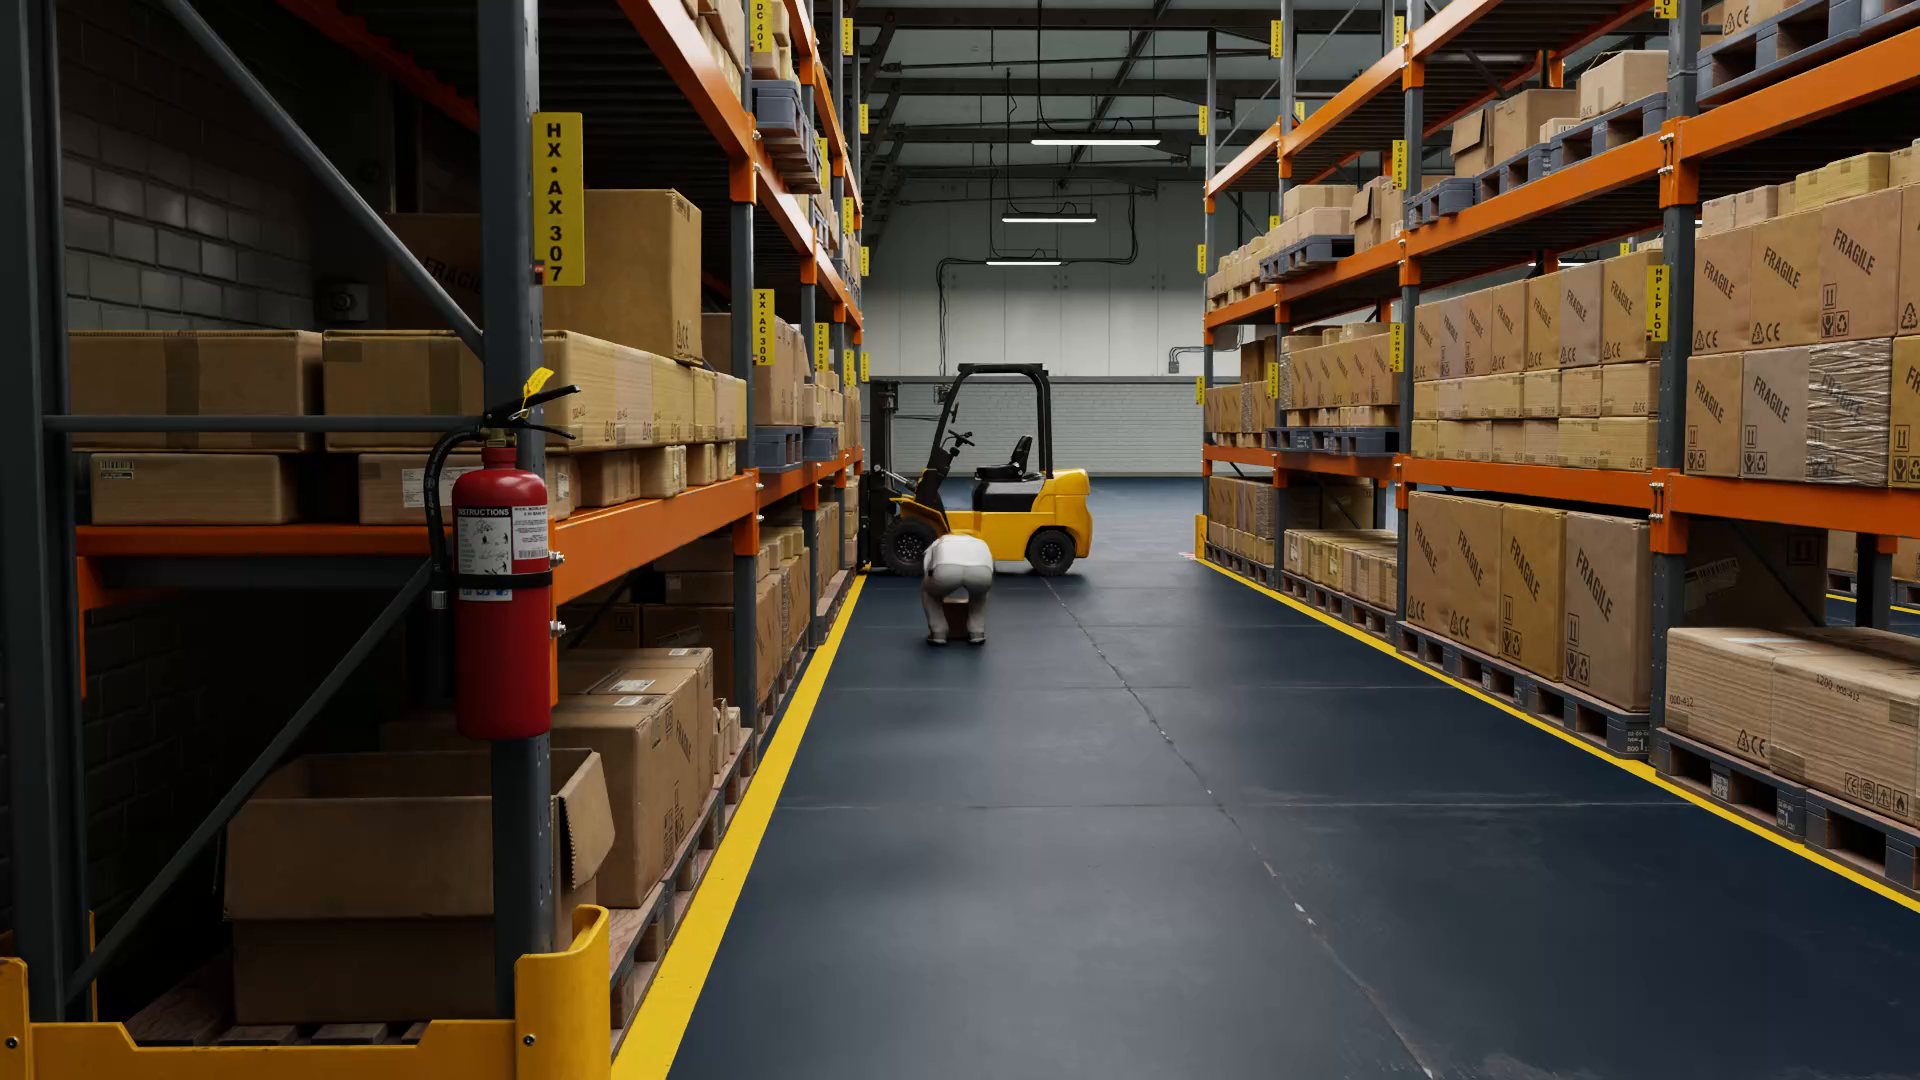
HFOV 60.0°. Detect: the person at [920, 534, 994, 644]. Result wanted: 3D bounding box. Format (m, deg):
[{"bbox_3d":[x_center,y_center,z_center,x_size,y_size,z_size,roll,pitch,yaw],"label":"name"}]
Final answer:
[{"bbox_3d":[-0.030,0.343,11.746,0.503,0.775,0.939,0,4,-5],"label":"person"}]
